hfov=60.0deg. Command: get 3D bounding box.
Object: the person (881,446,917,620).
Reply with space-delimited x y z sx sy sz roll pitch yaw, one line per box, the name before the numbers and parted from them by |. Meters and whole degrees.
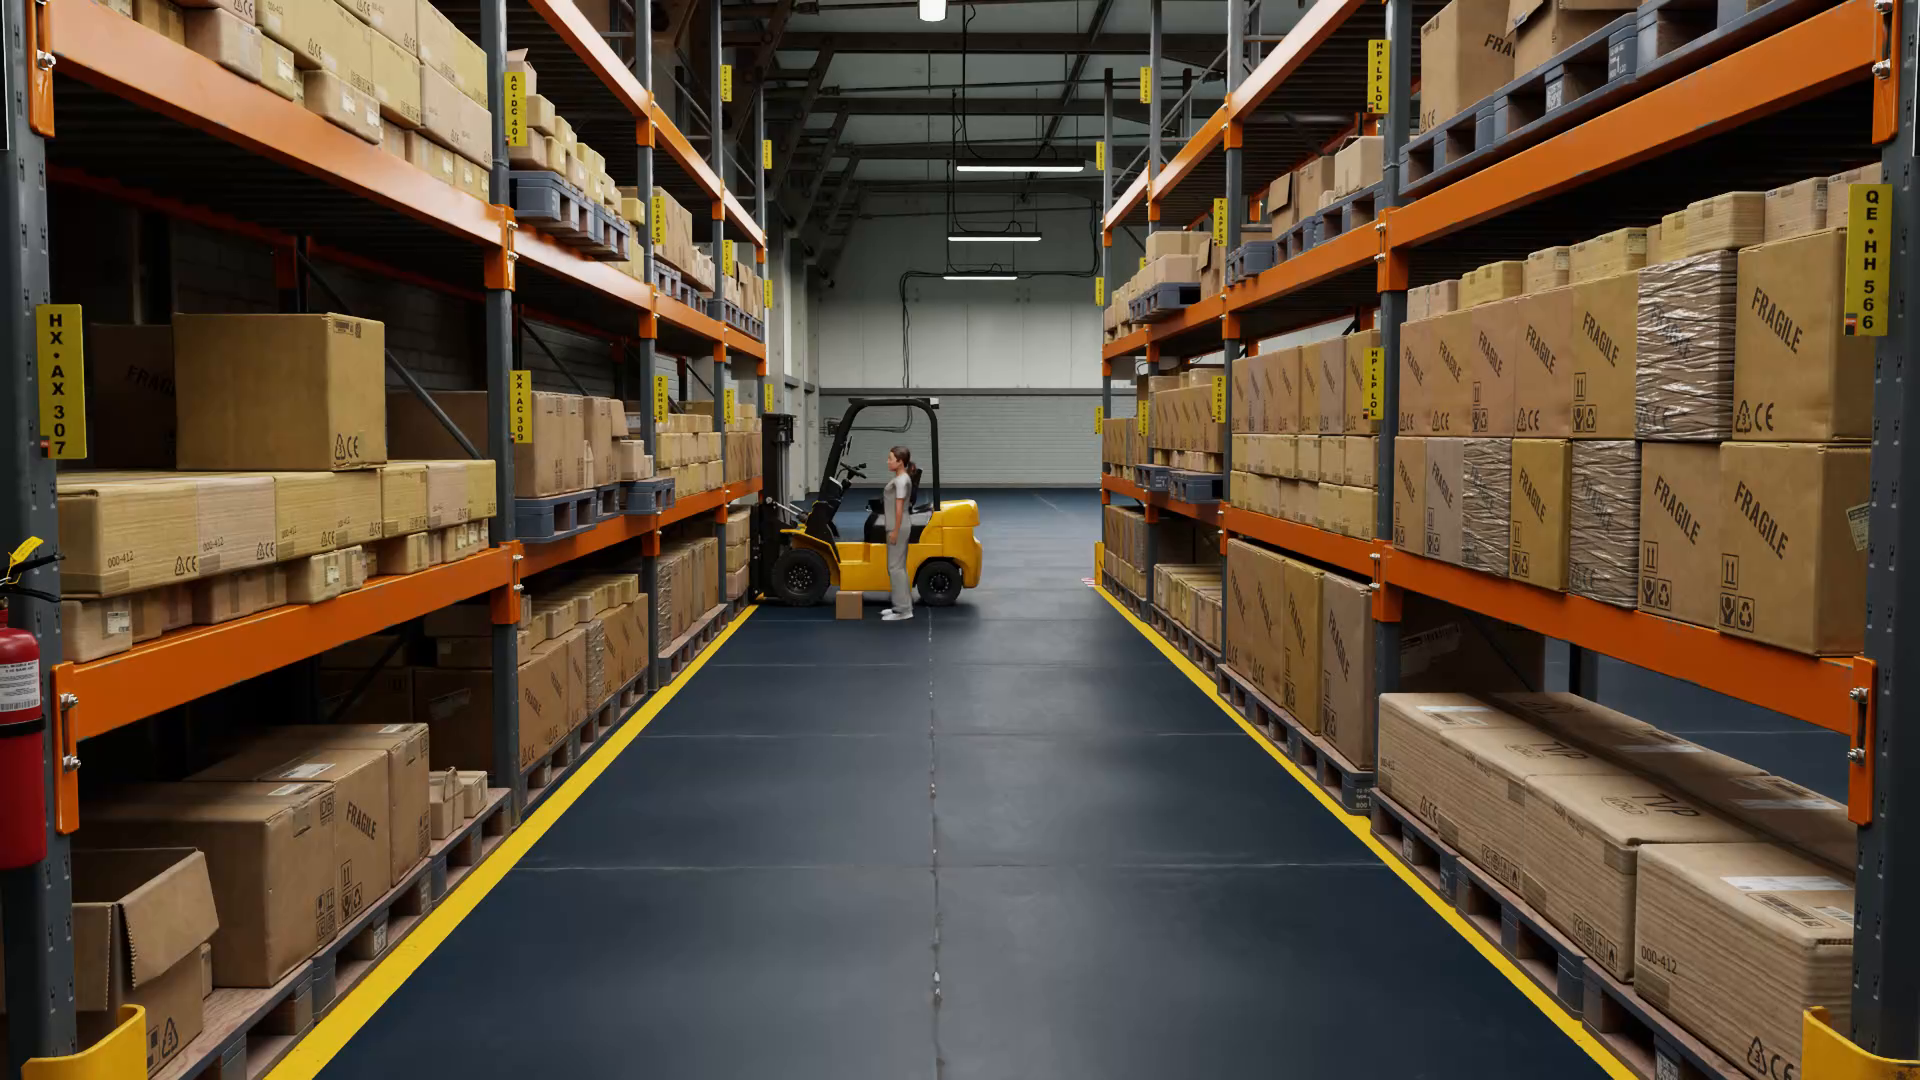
person | -0.590 -0.063 16.115 0.355 1.690 0.438 0 4 0
